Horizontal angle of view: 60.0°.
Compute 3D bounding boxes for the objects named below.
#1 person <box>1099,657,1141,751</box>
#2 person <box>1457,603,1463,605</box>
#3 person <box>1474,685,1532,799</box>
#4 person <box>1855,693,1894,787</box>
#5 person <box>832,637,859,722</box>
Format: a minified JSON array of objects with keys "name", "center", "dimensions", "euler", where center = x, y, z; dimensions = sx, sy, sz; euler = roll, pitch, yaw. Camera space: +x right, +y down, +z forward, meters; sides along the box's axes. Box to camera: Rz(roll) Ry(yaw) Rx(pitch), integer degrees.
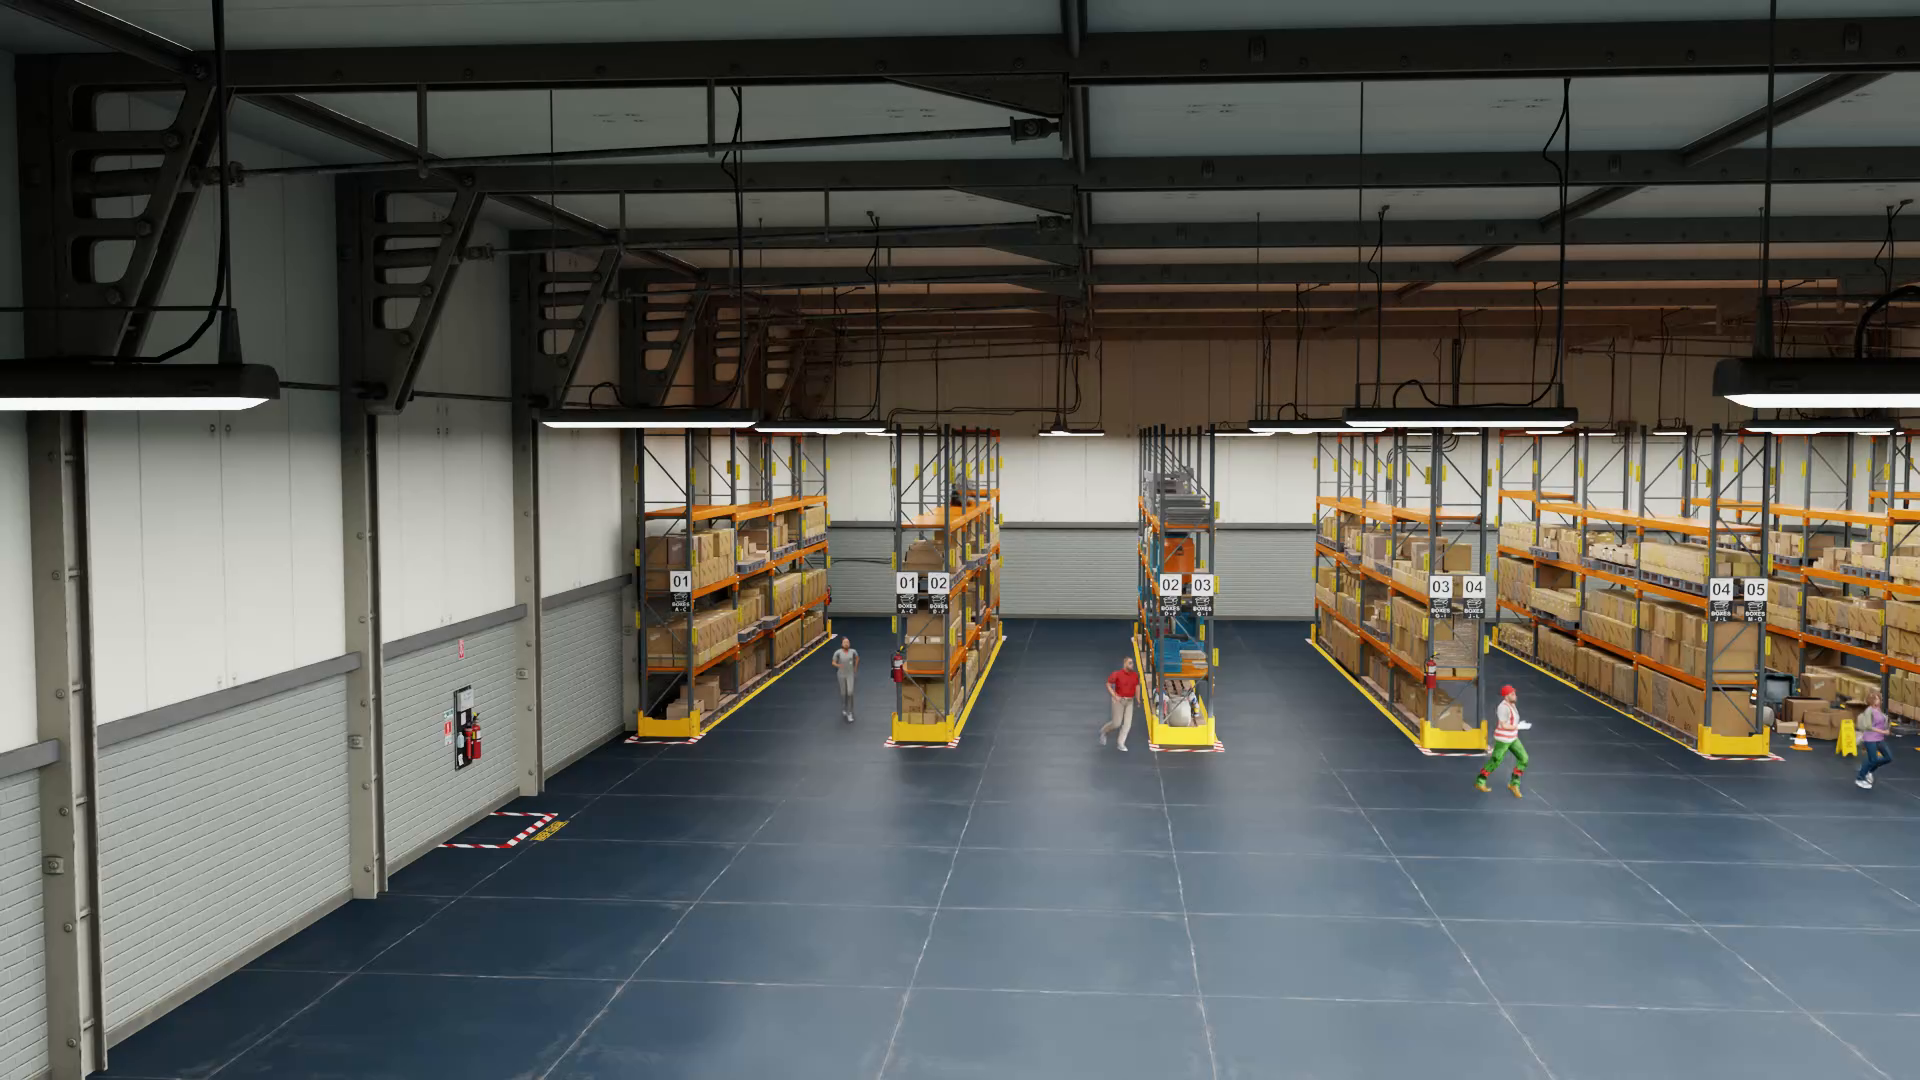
[{"name":"person","center":[3.029,3.011,30.792],"dimensions":[0.736,1.682,0.716],"euler":[-2,4,-27]},{"name":"person","center":[13.889,2.095,46.667],"dimensions":[0.509,1.601,0.674],"euler":[-2,4,-31]},{"name":"person","center":[8.706,3.212,26.549],"dimensions":[0.903,1.816,0.671],"euler":[3,5,41]},{"name":"person","center":[14.989,3.292,27.199],"dimensions":[0.528,1.549,0.587],"euler":[-2,4,-34]},{"name":"person","center":[-2.343,2.828,33.985],"dimensions":[0.550,1.724,0.763],"euler":[0,3,-3]}]
